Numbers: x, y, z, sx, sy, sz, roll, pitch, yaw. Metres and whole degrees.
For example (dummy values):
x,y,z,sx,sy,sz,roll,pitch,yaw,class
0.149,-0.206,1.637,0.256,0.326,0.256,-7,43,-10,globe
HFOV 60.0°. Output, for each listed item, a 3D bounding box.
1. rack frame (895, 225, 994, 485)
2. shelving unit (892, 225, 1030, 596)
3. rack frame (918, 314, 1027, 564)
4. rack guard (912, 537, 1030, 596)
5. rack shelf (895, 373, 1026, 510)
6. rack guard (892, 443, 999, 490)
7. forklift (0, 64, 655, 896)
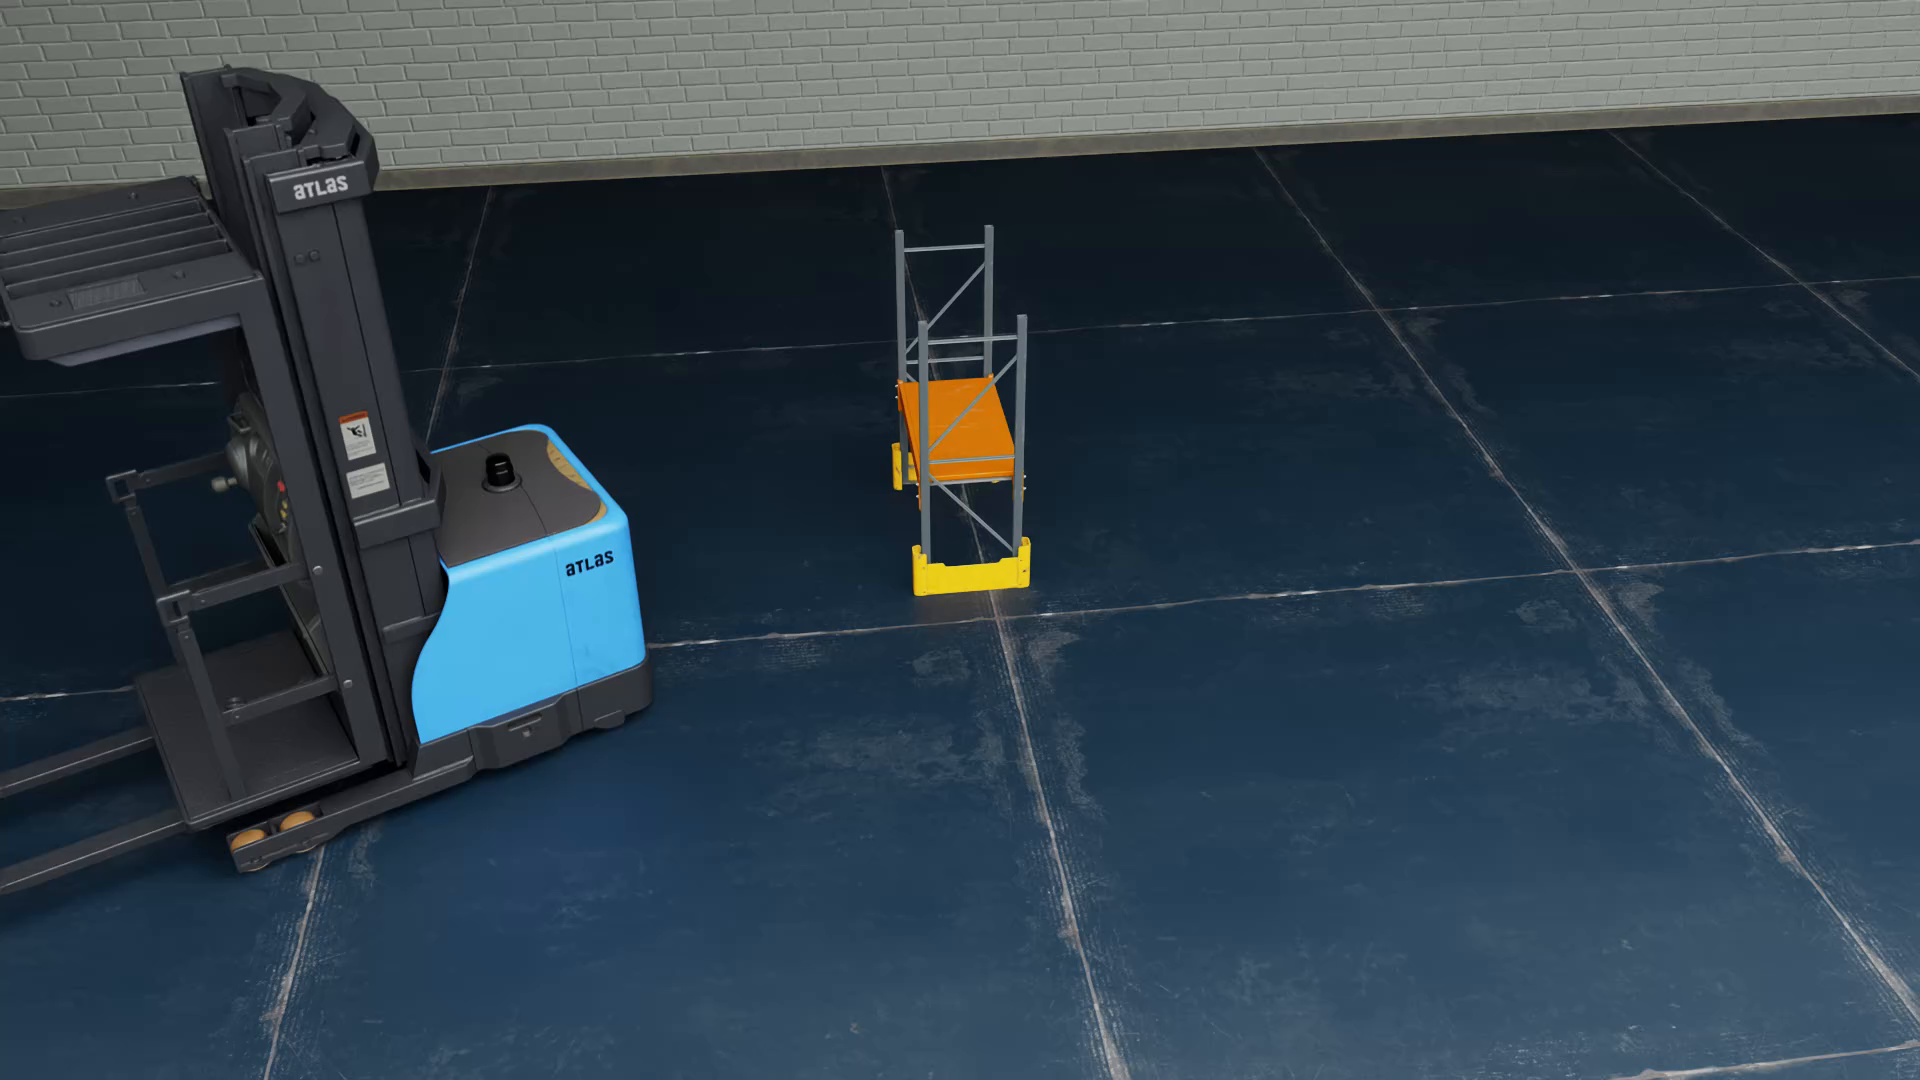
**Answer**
x,y,z,sx,sy,sz,roll,pitch,yaw,class
-0.080,-0.951,8.814,0.500,1.500,0.032,-4,35,-6,rack frame
-0.010,-0.662,8.390,0.587,1.500,1.083,-4,35,-6,shelving unit
0.057,-0.384,7.981,0.500,1.500,0.032,-4,35,-6,rack frame
0.057,0.132,8.334,0.587,0.250,0.087,-4,35,-6,rack guard
-0.011,-0.519,8.499,0.538,0.185,1.000,-4,35,-6,rack shelf
-0.077,-0.424,9.150,0.587,0.250,0.087,-4,35,-6,rack guard
-2.909,-0.205,6.448,3.031,2.935,1.130,-20,39,-27,forklift
